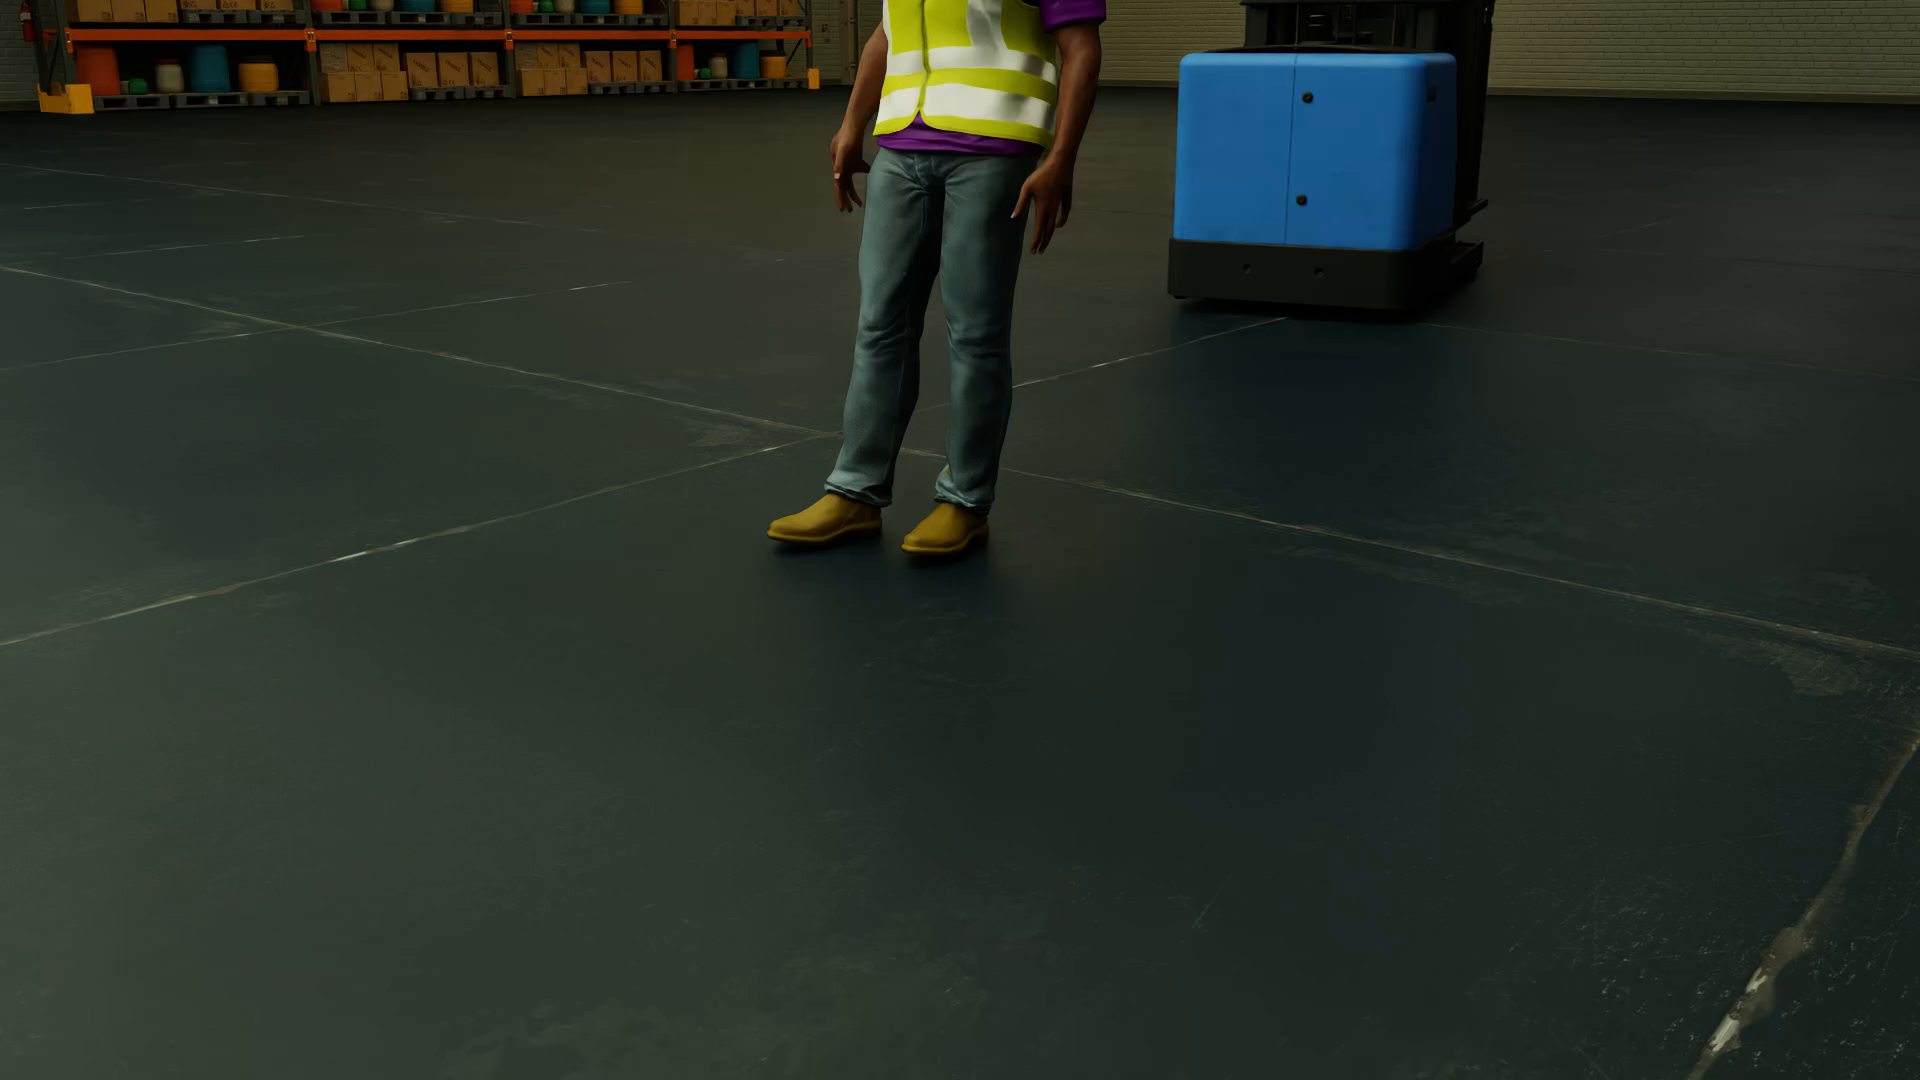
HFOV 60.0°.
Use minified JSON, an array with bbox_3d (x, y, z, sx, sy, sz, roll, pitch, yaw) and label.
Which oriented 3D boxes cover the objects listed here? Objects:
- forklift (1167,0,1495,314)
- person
[{"bbox_3d":[1.976,-2.725,7.872,1.130,2.935,3.031,8,18,24],"label":"forklift"},{"bbox_3d":[-0.049,-0.838,3.636,0.665,1.765,0.577,13,21,37],"label":"person"}]
